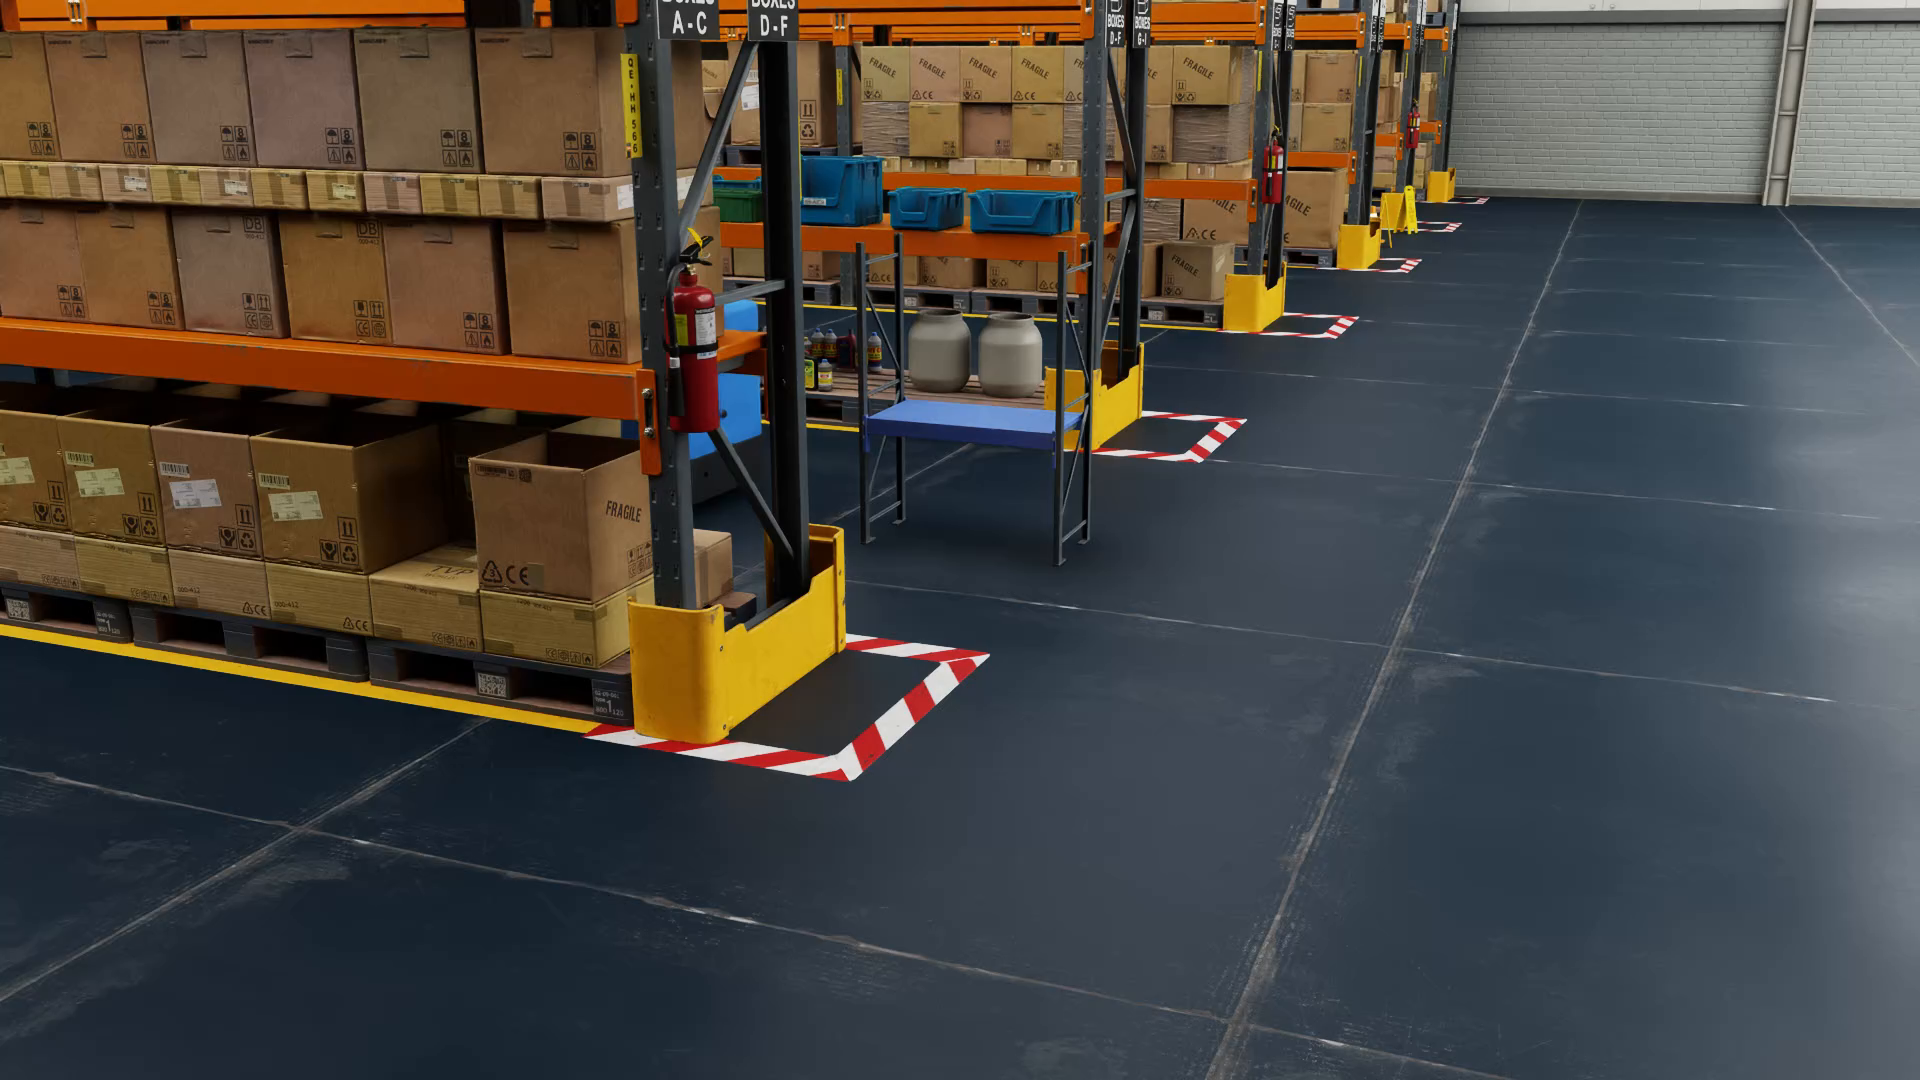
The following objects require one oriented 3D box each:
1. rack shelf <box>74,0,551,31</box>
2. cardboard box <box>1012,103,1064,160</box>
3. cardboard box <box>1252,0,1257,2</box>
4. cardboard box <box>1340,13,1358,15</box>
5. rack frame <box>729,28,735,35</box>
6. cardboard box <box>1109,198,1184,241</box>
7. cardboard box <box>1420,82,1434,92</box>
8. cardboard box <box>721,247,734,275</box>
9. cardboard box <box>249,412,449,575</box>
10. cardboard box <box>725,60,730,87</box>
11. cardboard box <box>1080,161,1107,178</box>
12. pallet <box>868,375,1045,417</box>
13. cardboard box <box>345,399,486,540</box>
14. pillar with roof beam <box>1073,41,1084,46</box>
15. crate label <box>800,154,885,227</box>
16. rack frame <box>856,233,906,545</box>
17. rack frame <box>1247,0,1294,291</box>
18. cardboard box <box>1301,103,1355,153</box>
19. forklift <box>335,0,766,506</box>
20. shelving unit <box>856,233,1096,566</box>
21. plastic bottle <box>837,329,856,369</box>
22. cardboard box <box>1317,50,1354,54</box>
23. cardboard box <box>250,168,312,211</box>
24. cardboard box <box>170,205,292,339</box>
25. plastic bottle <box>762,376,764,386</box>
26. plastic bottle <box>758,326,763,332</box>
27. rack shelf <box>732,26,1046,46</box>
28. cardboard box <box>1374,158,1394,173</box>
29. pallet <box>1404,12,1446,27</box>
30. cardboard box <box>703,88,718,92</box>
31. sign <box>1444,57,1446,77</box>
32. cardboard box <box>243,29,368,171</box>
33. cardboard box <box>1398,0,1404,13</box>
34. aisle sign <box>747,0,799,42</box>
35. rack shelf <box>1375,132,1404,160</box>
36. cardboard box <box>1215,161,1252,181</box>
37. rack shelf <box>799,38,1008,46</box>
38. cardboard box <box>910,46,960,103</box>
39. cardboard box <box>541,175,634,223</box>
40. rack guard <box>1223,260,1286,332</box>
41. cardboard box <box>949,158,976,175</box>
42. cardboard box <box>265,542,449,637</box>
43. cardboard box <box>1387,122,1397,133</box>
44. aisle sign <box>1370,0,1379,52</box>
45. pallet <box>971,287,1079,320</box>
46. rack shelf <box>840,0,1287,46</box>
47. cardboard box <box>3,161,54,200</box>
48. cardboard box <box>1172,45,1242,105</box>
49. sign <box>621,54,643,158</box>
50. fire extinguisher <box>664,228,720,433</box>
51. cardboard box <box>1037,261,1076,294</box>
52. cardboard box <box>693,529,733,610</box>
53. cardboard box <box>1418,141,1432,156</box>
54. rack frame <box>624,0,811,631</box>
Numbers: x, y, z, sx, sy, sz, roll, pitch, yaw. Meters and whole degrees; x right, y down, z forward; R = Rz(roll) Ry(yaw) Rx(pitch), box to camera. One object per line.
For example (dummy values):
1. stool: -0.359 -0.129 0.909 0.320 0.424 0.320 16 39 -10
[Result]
1. rack shelf: -4.612 -3.870 12.291 4.000 0.370 1.077 6 17 21
2. cardboard box: 0.866 -3.837 15.552 0.500 0.500 0.875 6 17 21
3. cardboard box: 2.434 -4.931 14.922 0.500 0.250 0.500 7 18 22
4. cardboard box: 5.511 -7.353 23.447 0.250 0.149 0.380 7 18 22
5. rack frame: -2.741 -5.541 22.133 0.127 3.000 1.000 6 17 21
6. cardboard box: 2.379 -4.139 20.363 0.875 0.875 0.875 6 17 21
7. cardboard box: 7.816 -7.626 27.976 0.250 0.149 0.380 7 17 21
8. cardboard box: -2.454 -3.045 17.233 0.500 0.500 0.700 5 17 16
9. cardboard box: -2.395 -0.195 6.553 0.500 0.500 0.500 6 17 21
10. cardboard box: -3.487 -7.556 27.102 0.500 0.500 0.500 6 17 19
11. cardboard box: 1.278 -3.425 15.296 0.250 0.149 0.380 6 17 21
12. pallet: 0.128 -0.902 11.159 1.213 0.211 1.003 6 17 21
13. cardboard box: -2.204 -0.330 7.017 0.500 0.500 0.500 6 17 21
14. pillar with roof beam: 0.763 -9.987 26.690 0.400 9.000 9.100 6 17 21
15. crate label: -0.842 -2.297 10.896 0.616 0.435 0.502 6 17 21
16. rack frame: -0.394 -0.764 8.369 0.032 1.500 0.500 6 17 21
17. rack frame: 2.787 -3.446 14.919 0.127 3.000 1.000 6 17 21
18. cardboard box: 4.339 -4.820 19.384 0.550 0.550 0.875 6 17 21
19. forklift: -2.661 -1.772 9.276 3.031 2.935 1.130 7 18 24
20. shelving unit: 0.079 -0.712 8.190 1.048 1.500 0.538 6 17 21
21. plastic bottle: -0.806 -1.363 11.825 0.133 0.283 0.061 7 17 22
22. cardboard box: 5.400 -6.737 23.748 0.500 0.500 0.700 6 17 21
23. cardboard box: -2.481 -1.359 6.385 0.250 0.149 0.380 7 18 22
24. cardboard box: -2.722 -1.134 6.775 0.500 0.500 0.700 7 18 22
25. plastic bottle: -1.253 -1.186 11.230 0.135 0.276 0.152 6 17 19
26. plastic bottle: -1.456 -1.388 11.914 0.133 0.283 0.061 6 17 21
27. rack shelf: -0.880 -6.431 21.111 4.000 0.370 1.077 6 17 21
28. cardboard box: 7.211 -6.448 28.542 0.500 0.250 0.500 6 17 20
29. pallet: 7.593 -8.781 28.074 1.213 0.211 1.003 6 17 21
30. cardboard box: -3.365 -5.839 21.790 0.250 0.149 0.380 6 17 18
31. sign: 8.029 -7.835 27.534 0.005 0.325 0.100 6 17 21
32. cardboard box: -2.290 -1.709 6.428 0.500 0.500 0.700 6 17 21
33. cardboard box: 6.053 -7.648 23.749 0.500 0.250 0.500 6 17 20
34. aisle sign: -0.678 -2.198 5.958 0.004 0.787 0.394 6 17 21
35. rack shelf: 4.563 -5.875 24.577 4.000 0.370 1.077 6 17 21
36. cardboard box: 2.446 -3.301 14.870 0.250 0.149 0.380 6 17 21
37. rack shelf: -1.061 -9.422 31.414 4.000 0.370 1.077 6 17 21
38. cardboard box: -0.143 -4.364 15.573 0.500 0.500 0.500 6 17 21
39. cardboard box: -1.276 -1.226 5.930 0.250 0.149 0.380 6 17 20
40. rack guard: 2.717 -2.253 15.294 0.348 0.500 1.175 6 17 21
41. cardboard box: 0.080 -3.528 15.652 0.250 0.149 0.380 6 17 21
42. cardboard box: -2.394 0.165 6.660 0.500 0.250 0.500 6 17 21
43. cardboard box: 6.183 -5.984 24.112 0.250 0.149 0.380 6 17 21
44. aisle sign: 4.657 -5.886 18.659 0.004 0.787 0.394 6 17 21
45. pallet: 0.843 -2.332 16.084 1.213 0.211 1.003 6 17 21
46. rack shelf: 0.927 -4.746 15.306 4.000 0.370 1.077 6 17 21
47. cardboard box: -3.674 -1.490 6.839 0.250 0.149 0.380 6 17 20
48. cardboard box: 2.185 -4.109 14.697 0.500 0.500 0.500 6 17 21
49. sign: -1.063 -1.408 5.396 0.005 0.325 0.100 6 17 21
50. fire extinguisher: -0.912 -0.708 5.625 0.183 0.674 0.296 6 17 21
51. cardboard box: 1.068 -2.637 15.862 0.500 0.500 0.500 8 18 26
52. cardboard box: -1.268 0.129 6.783 0.500 0.250 0.500 6 17 21
53. cardboard box: 7.863 -6.764 28.732 0.500 0.250 0.500 6 17 20
54. rack frame: -0.851 -0.877 6.070 0.127 3.000 1.000 6 17 21
